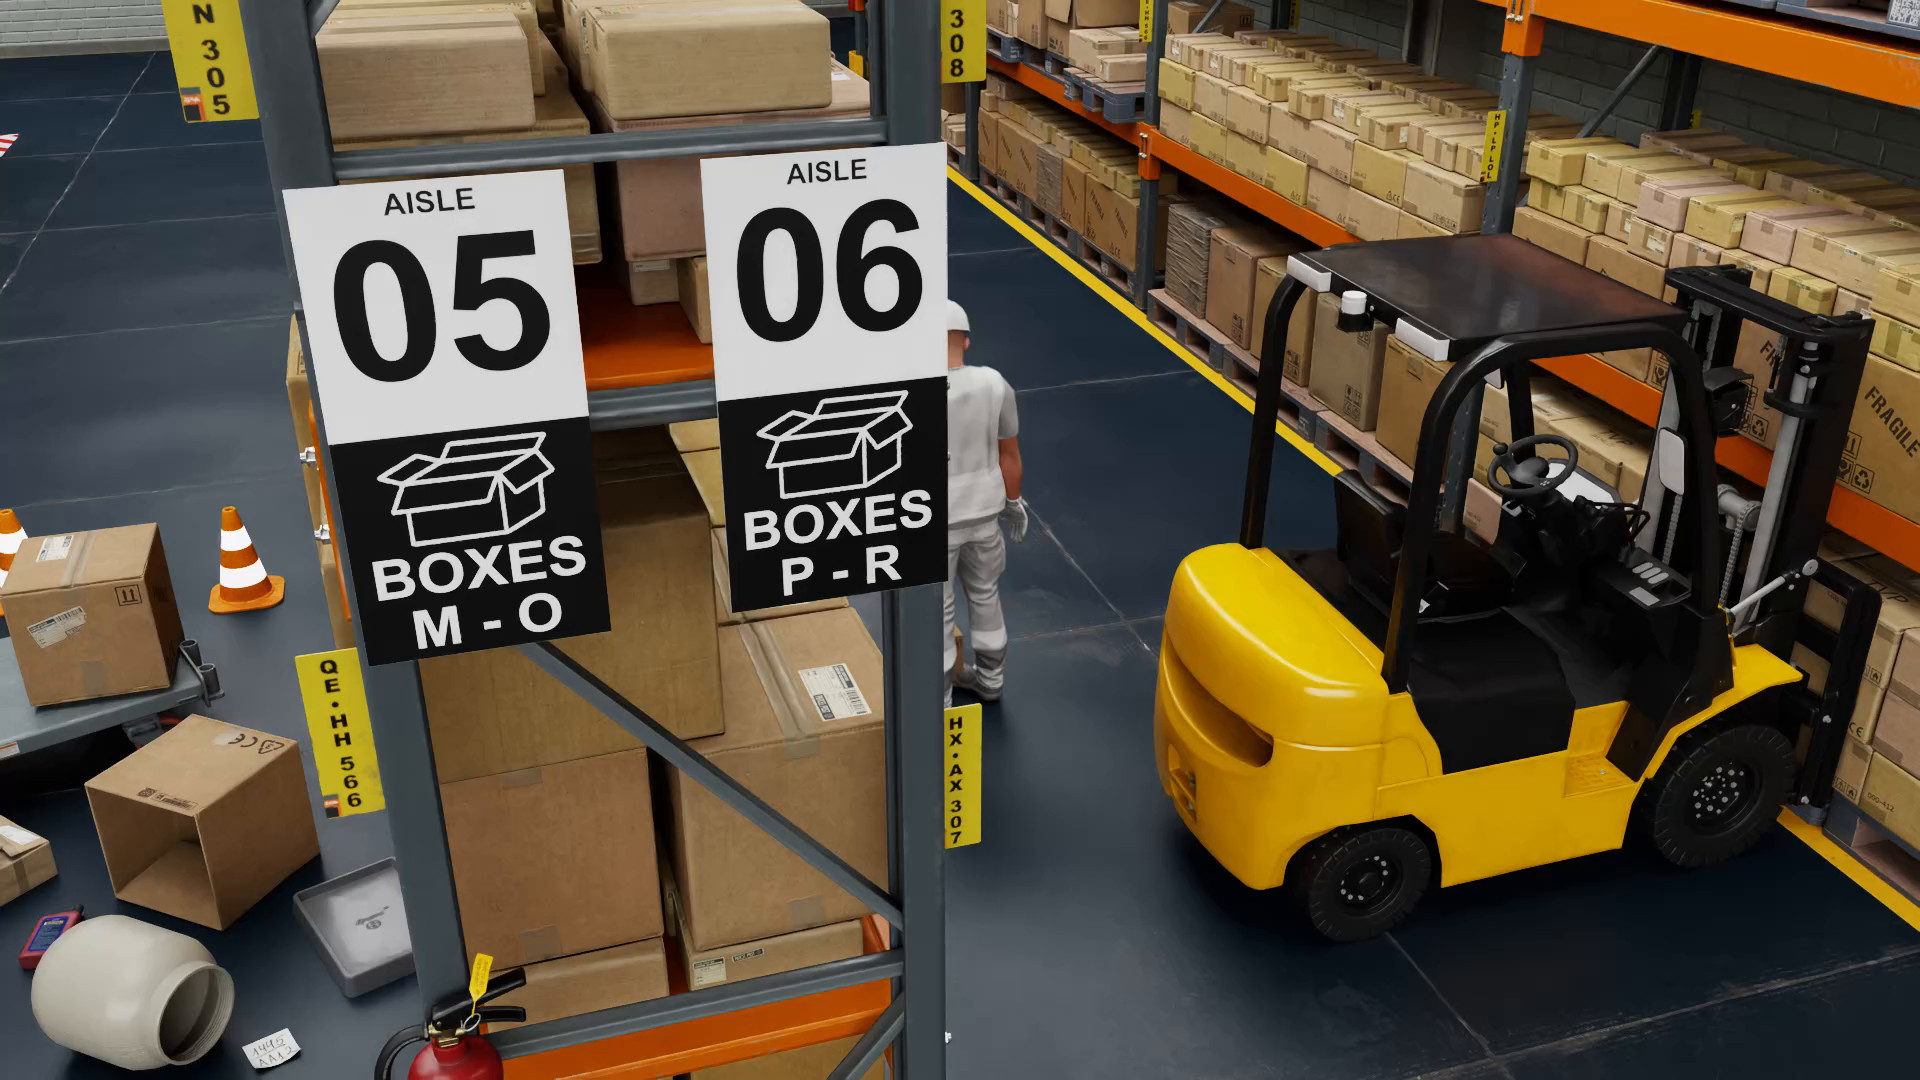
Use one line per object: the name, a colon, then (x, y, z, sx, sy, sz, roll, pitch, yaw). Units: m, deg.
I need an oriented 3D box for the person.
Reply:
person: (-0.041, -0.108, 6.772, 0.592, 1.772, 0.411, -13, 29, -24)
